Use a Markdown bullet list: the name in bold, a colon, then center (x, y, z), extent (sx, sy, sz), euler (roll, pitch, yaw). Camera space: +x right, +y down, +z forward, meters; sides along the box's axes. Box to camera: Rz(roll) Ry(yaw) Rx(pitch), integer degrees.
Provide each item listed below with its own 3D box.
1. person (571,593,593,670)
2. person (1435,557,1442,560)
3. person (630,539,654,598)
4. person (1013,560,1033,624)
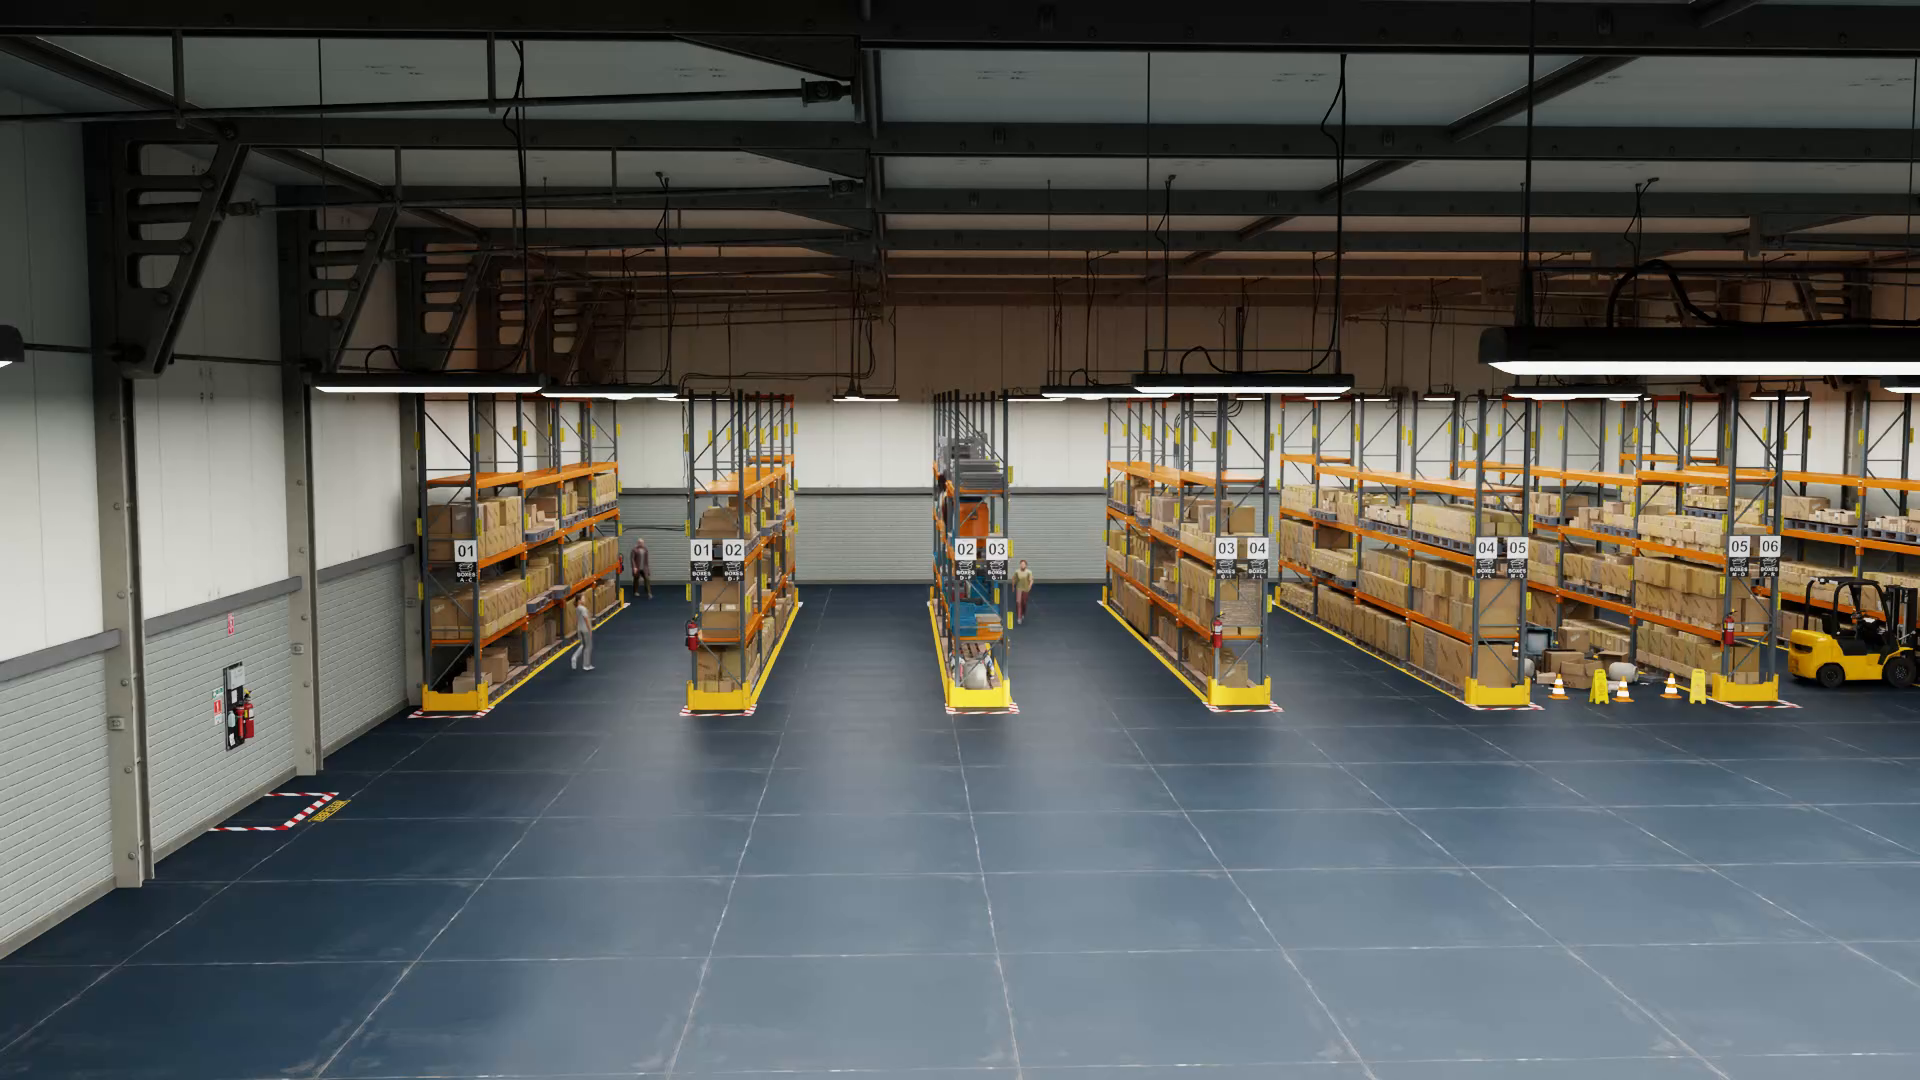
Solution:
- **person**: center (-8.082, 1.970, 35.692), extent (0.480, 1.659, 0.531), euler (3, 6, 36)
- **person**: center (12.831, 1.272, 44.926), extent (0.516, 1.607, 0.454), euler (1, 5, 9)
- **person**: center (-9.422, 0.831, 49.096), extent (0.616, 1.727, 1.078), euler (-2, 5, -26)
- **person**: center (1.660, 1.345, 43.840), extent (0.530, 1.652, 0.973), euler (0, 5, -1)
